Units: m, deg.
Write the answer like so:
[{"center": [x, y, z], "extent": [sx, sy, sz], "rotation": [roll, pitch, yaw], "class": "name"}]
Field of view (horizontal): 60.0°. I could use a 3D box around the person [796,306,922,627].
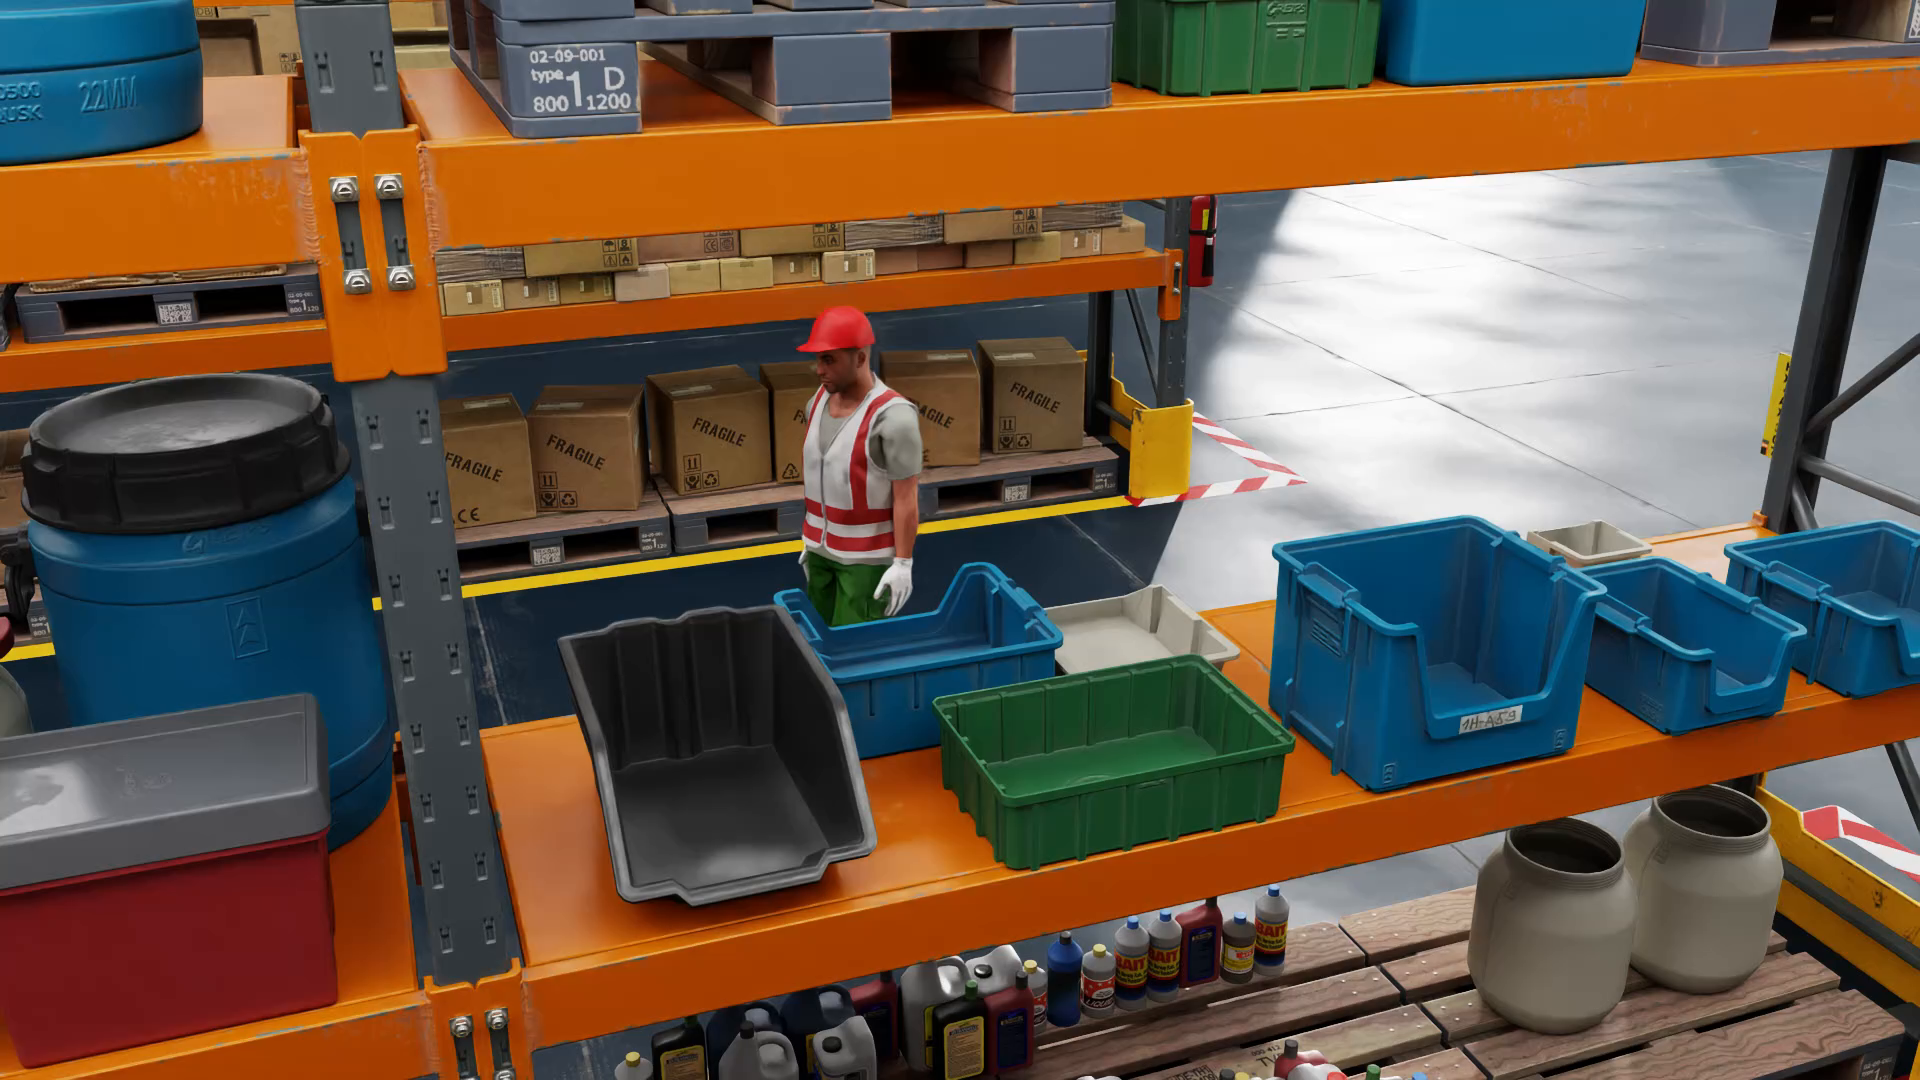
[{"center": [-0.395, 0.079, 5.892], "extent": [0.575, 1.815, 0.423], "rotation": [20, 29, 39], "class": "person"}]
